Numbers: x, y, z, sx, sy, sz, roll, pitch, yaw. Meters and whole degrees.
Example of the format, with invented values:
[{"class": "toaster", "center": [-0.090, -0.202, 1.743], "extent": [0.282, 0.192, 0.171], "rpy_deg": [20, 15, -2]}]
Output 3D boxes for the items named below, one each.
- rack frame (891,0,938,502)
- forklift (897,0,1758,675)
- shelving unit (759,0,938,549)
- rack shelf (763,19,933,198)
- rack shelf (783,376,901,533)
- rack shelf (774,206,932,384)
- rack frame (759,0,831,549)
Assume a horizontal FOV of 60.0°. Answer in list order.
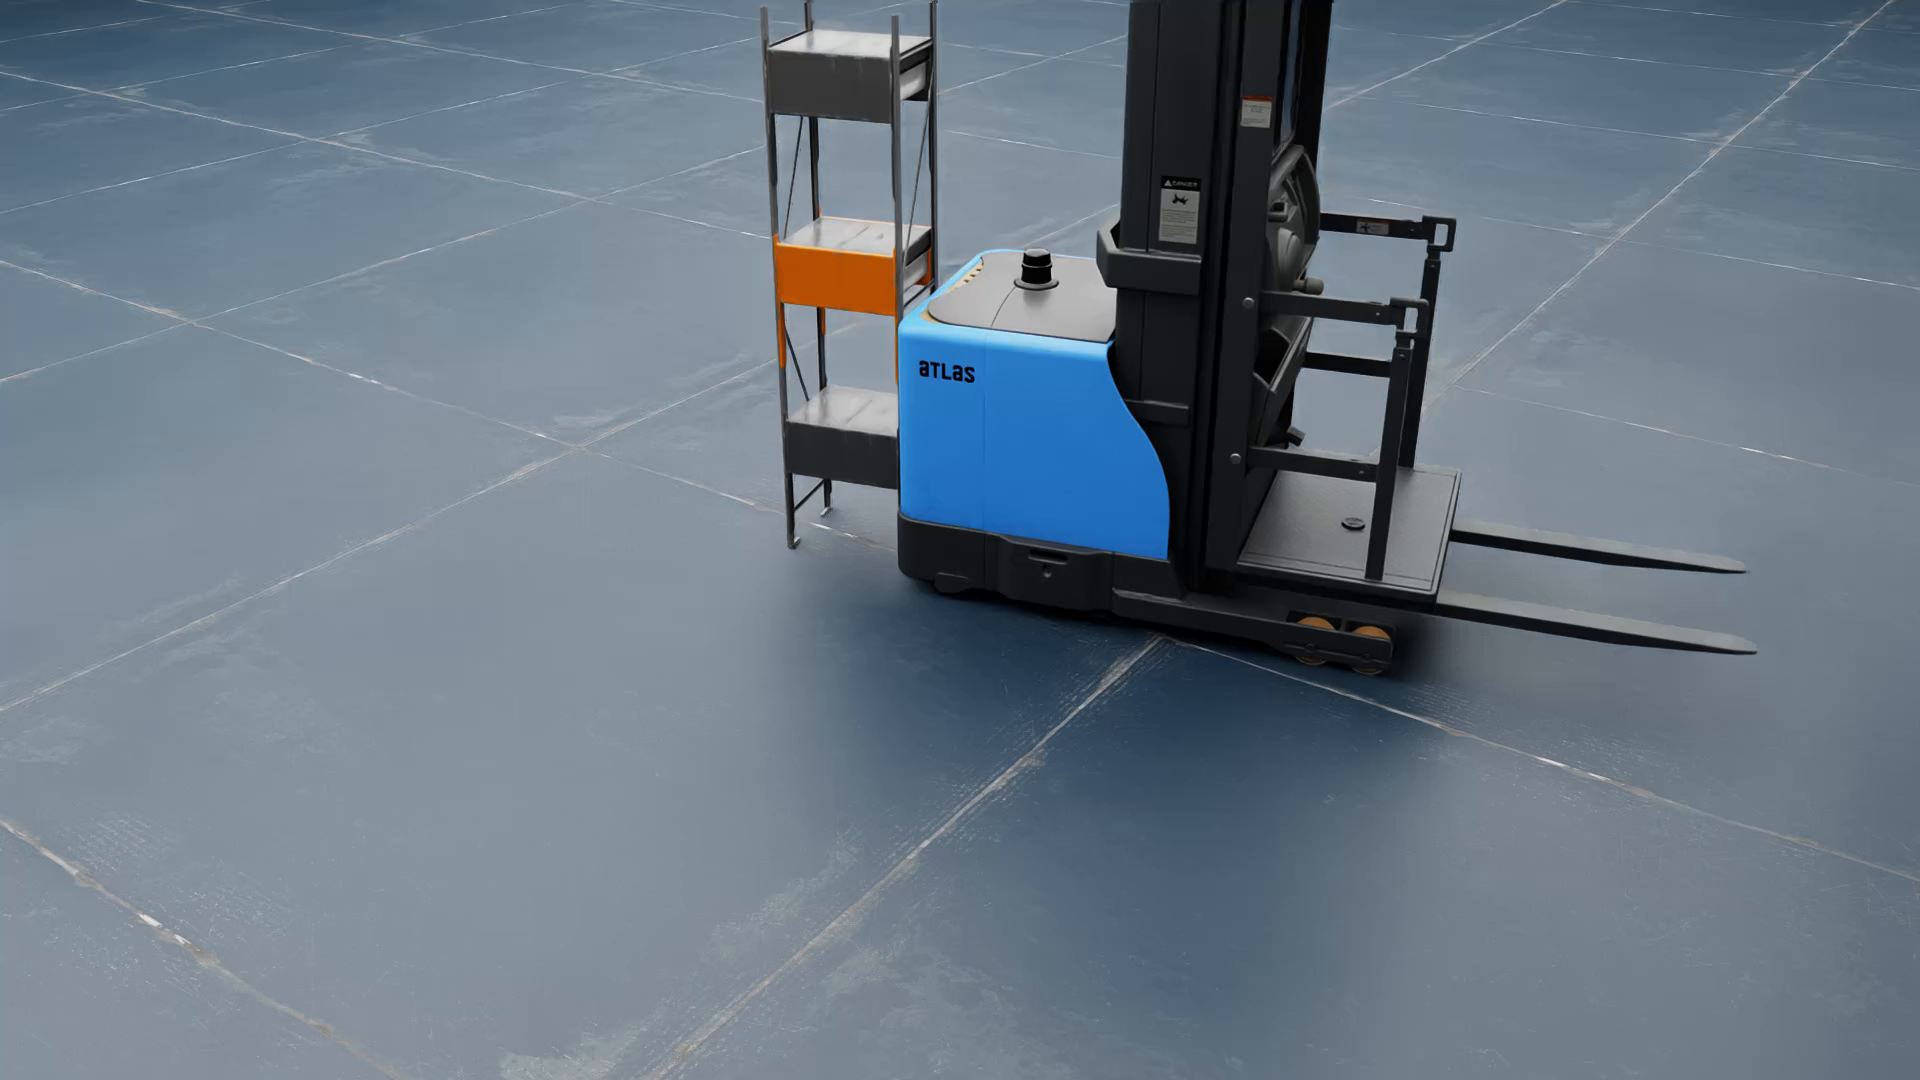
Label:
[{"class": "rack frame", "center": [-0.158, -0.911, 6.225], "extent": [0.015, 2.100, 0.400], "rpy_deg": [9, 28, 17]}, {"class": "forklift", "center": [1.335, -1.106, 5.692], "extent": [3.031, 2.935, 1.130], "rpy_deg": [9, 28, 17]}, {"class": "shelving unit", "center": [-0.388, -0.948, 6.299], "extent": [0.503, 2.100, 0.431], "rpy_deg": [9, 28, 17]}, {"class": "rack shelf", "center": [-0.388, -1.560, 5.987], "extent": [0.480, 0.518, 0.431], "rpy_deg": [9, 28, 17]}, {"class": "rack shelf", "center": [-0.388, -0.312, 6.622], "extent": [0.480, 0.518, 0.431], "rpy_deg": [9, 28, 17]}, {"class": "rack shelf", "center": [-0.388, -0.936, 6.305], "extent": [0.480, 0.518, 0.431], "rpy_deg": [9, 28, 17]}, {"class": "rack frame", "center": [-0.618, -0.986, 6.372], "extent": [0.015, 2.100, 0.400], "rpy_deg": [9, 28, 17]}]
